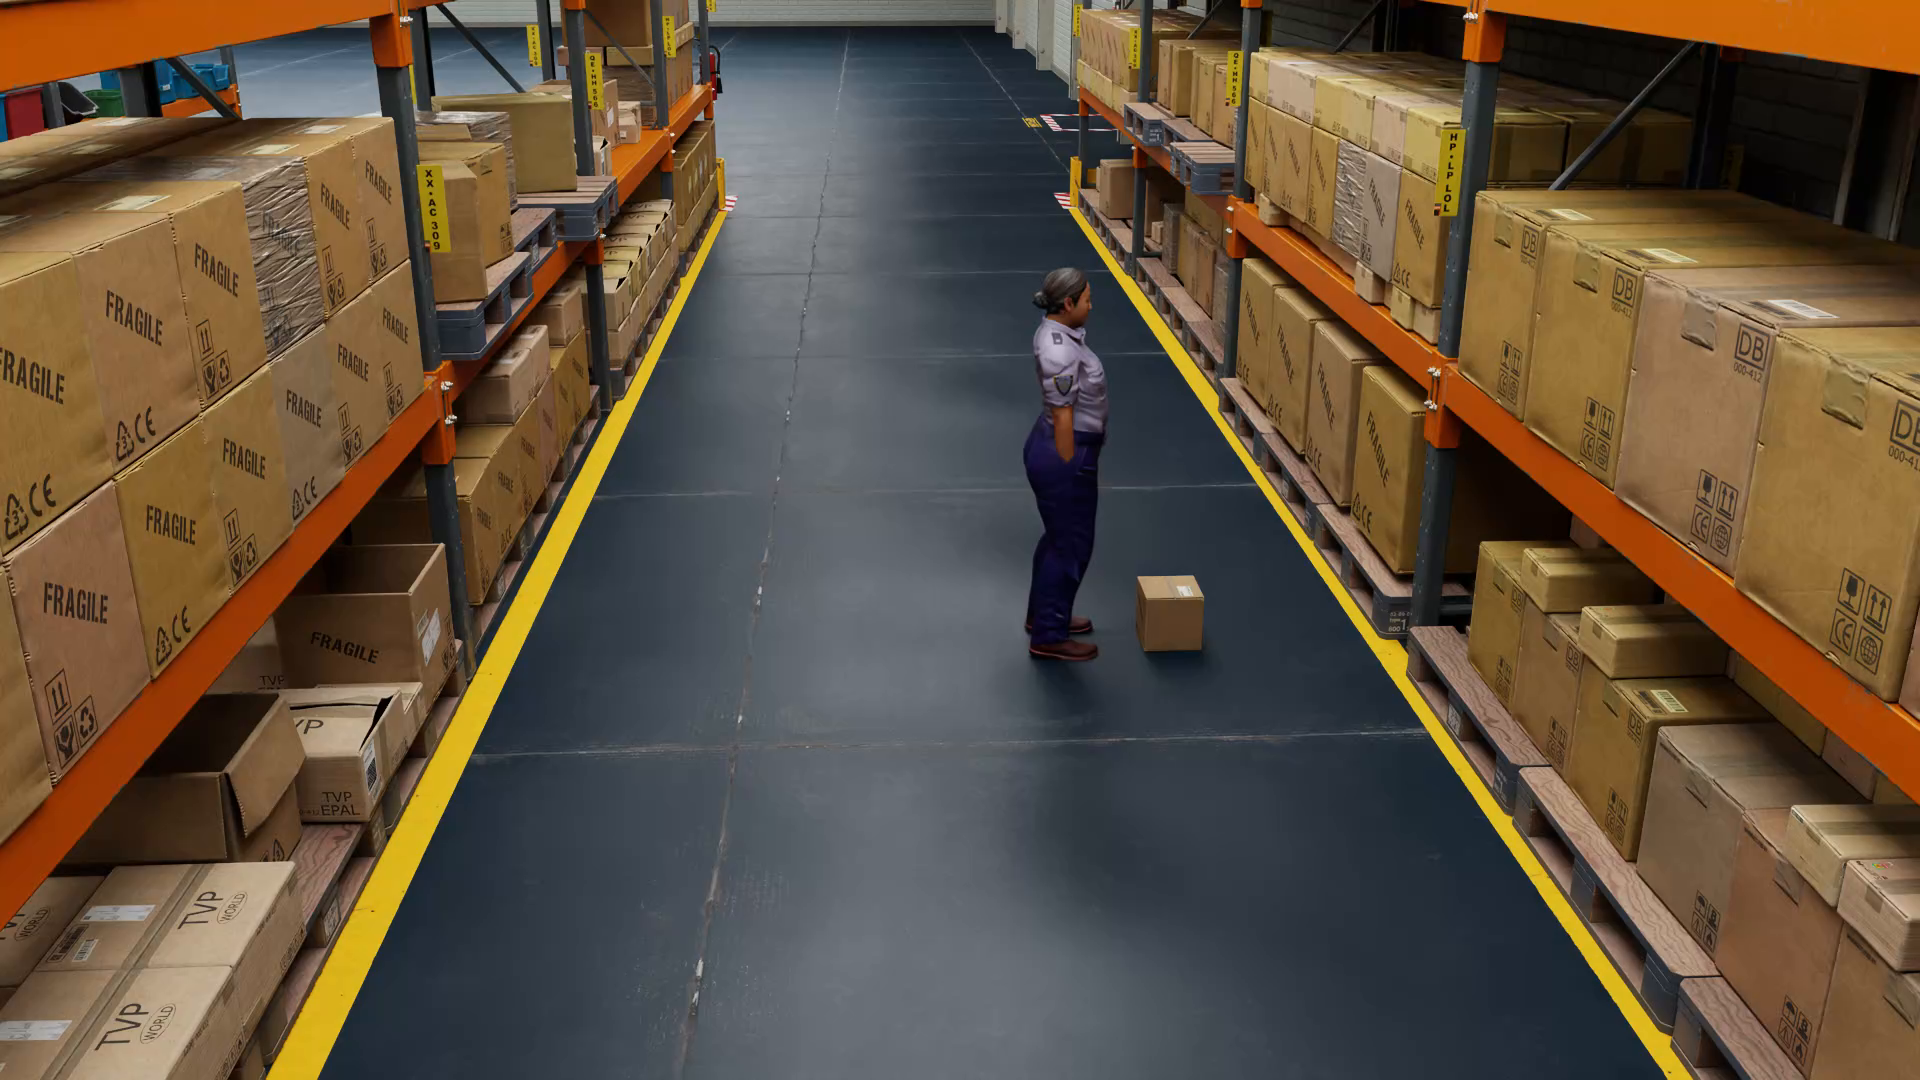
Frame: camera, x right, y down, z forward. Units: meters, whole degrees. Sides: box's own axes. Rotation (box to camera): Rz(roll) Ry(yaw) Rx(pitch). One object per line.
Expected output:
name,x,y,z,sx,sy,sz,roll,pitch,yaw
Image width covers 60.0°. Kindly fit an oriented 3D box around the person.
person,0.440,-0.322,6.993,0.342,1.633,0.470,-1,21,-2
